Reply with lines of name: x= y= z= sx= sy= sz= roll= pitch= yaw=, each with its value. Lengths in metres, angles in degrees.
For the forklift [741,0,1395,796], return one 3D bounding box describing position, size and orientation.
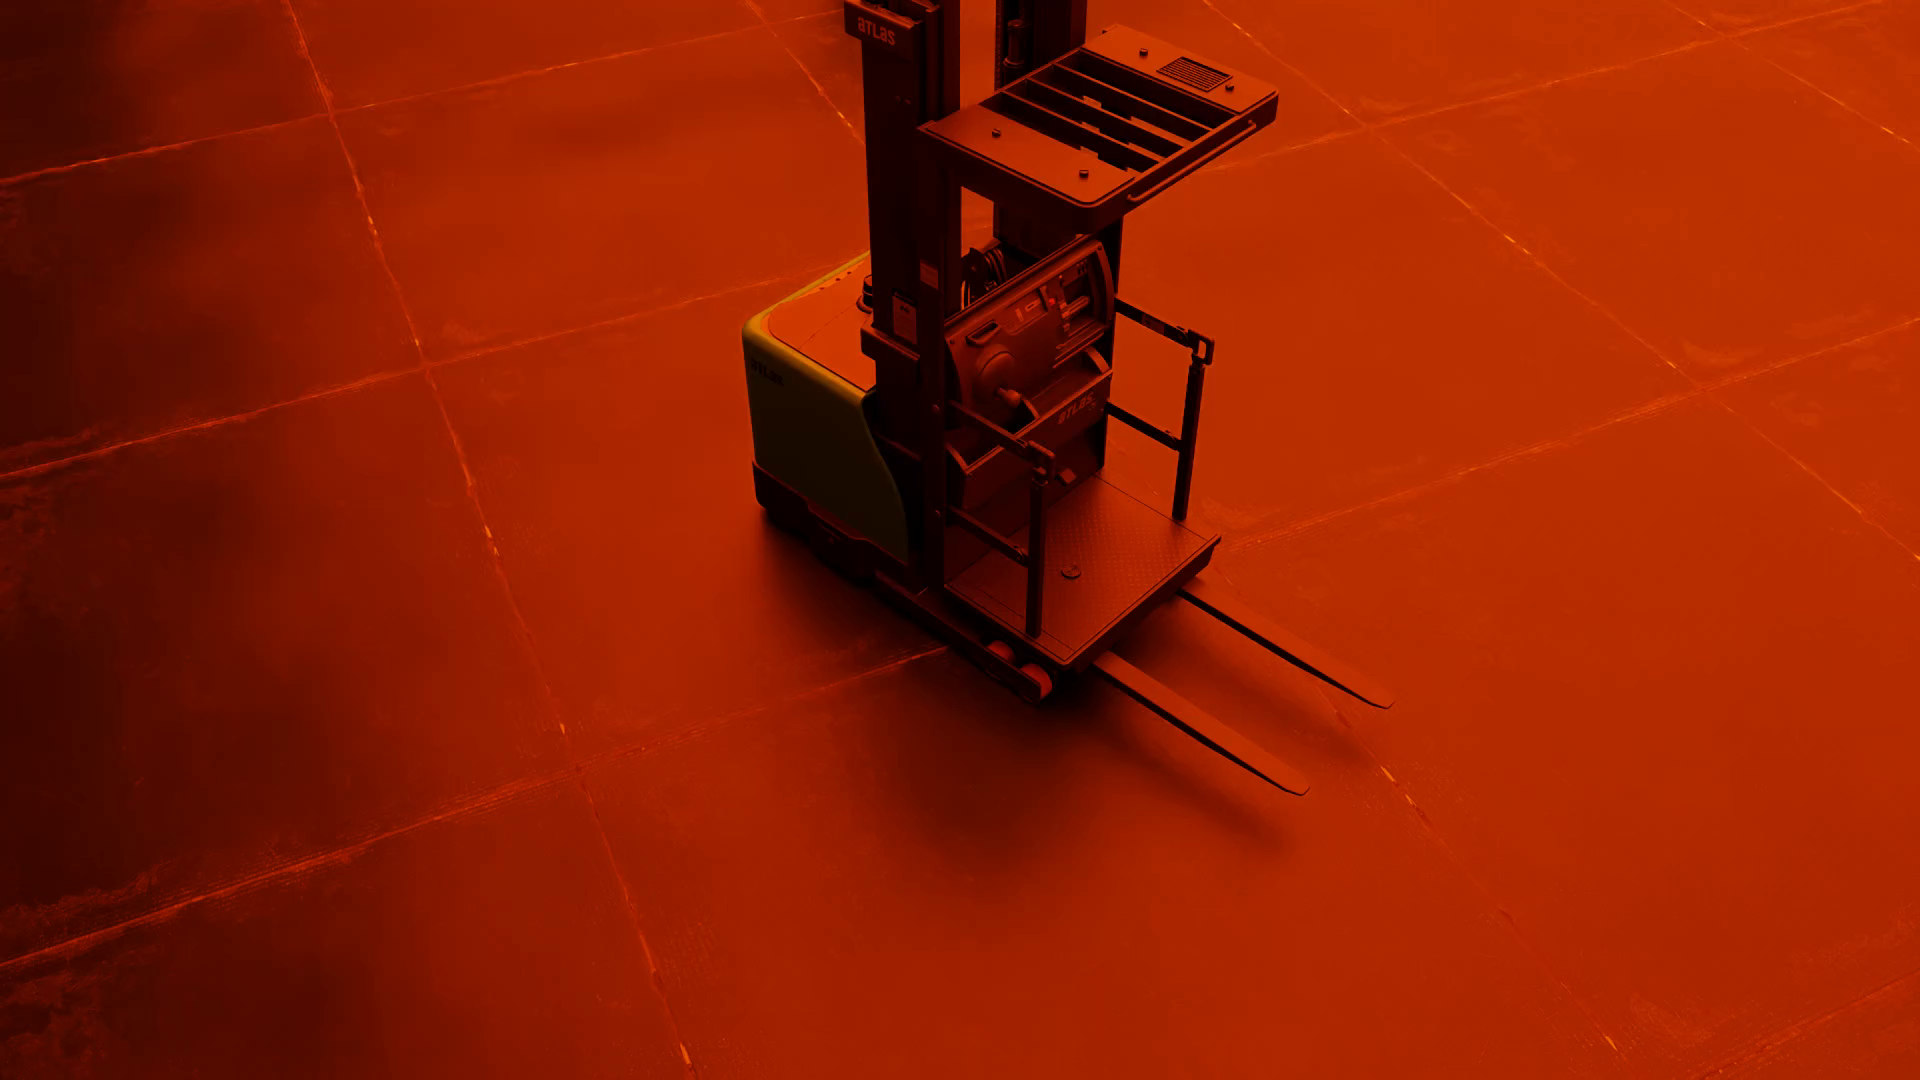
forklift: x=0.445 y=-0.788 z=6.525 sx=3.031 sy=2.935 sz=1.130 roll=32 pitch=52 yaw=30
